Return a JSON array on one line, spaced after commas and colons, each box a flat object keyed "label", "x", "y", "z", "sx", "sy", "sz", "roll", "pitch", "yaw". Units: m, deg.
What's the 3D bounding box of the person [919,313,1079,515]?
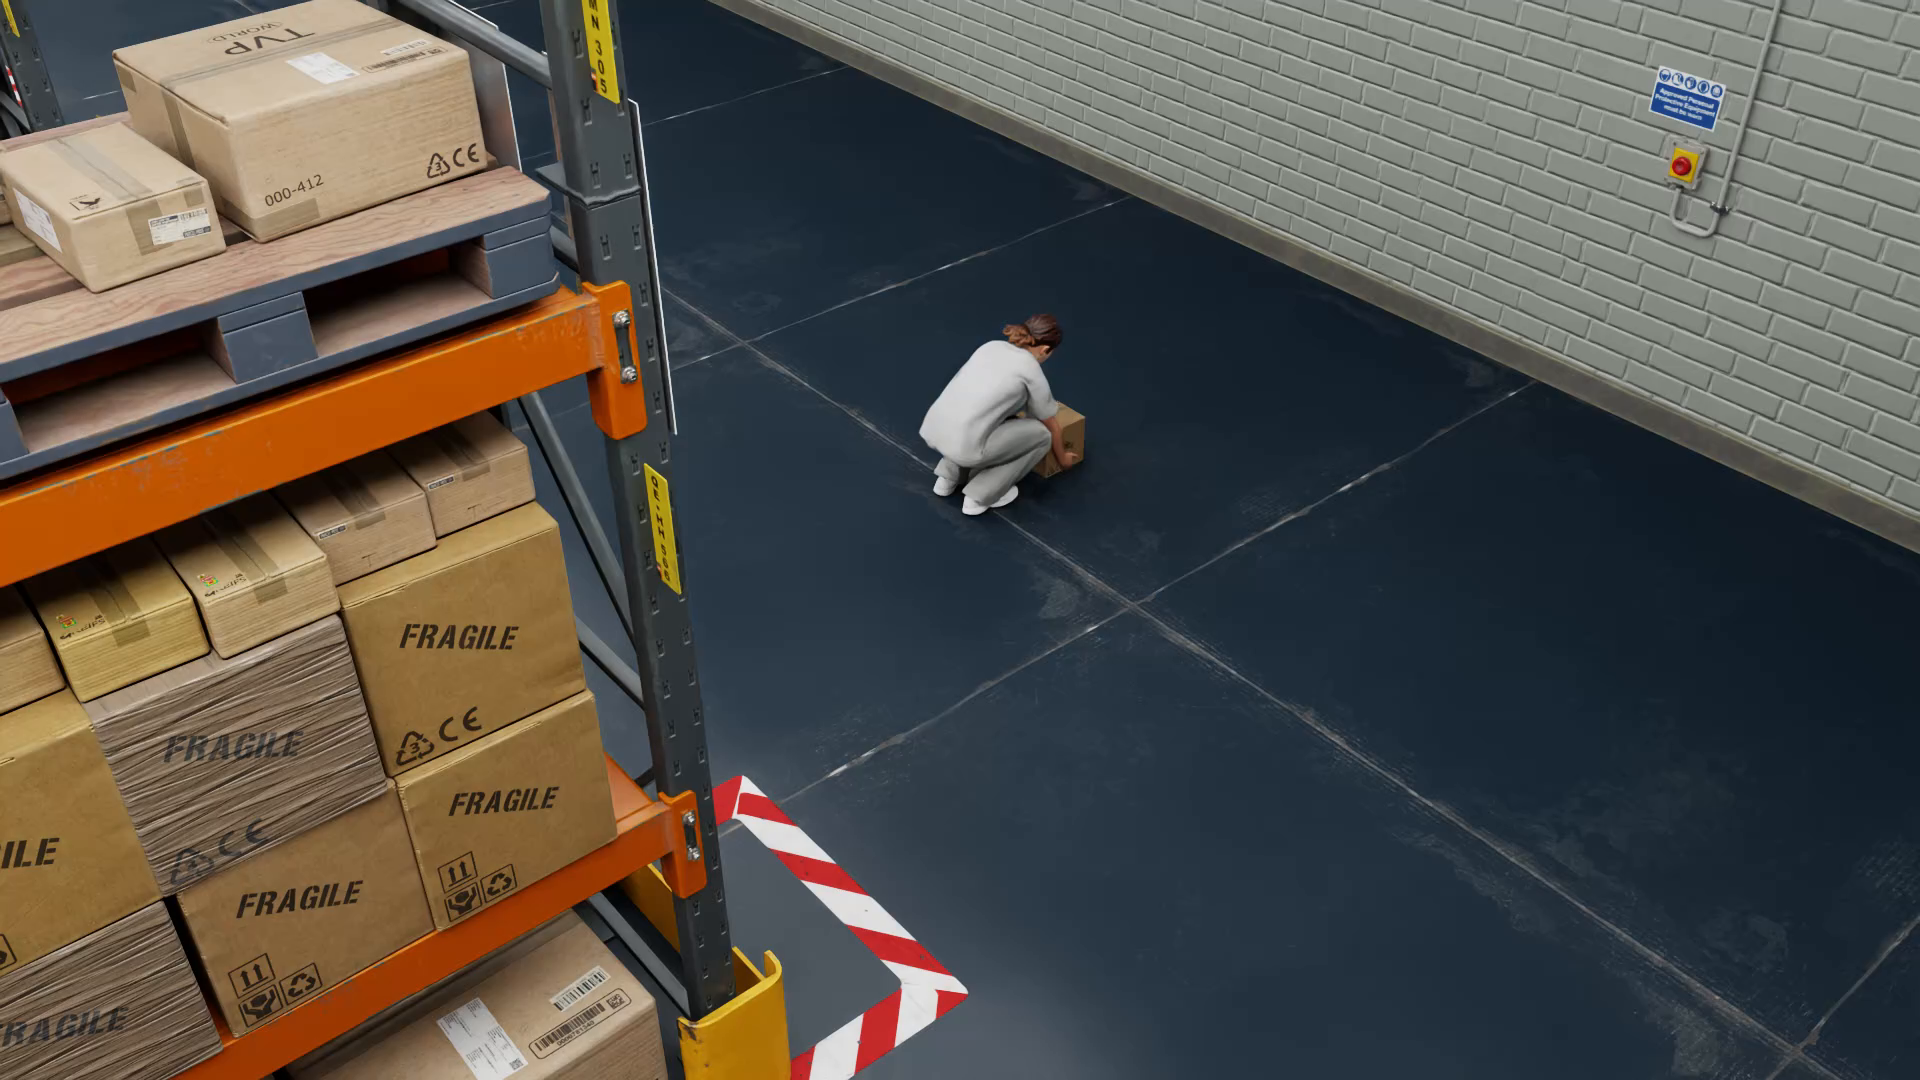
[{"label": "person", "x": 0.178, "y": -0.579, "z": 7.738, "sx": 0.813, "sy": 0.809, "sz": 0.478, "roll": -26, "pitch": 44, "yaw": -31}]
